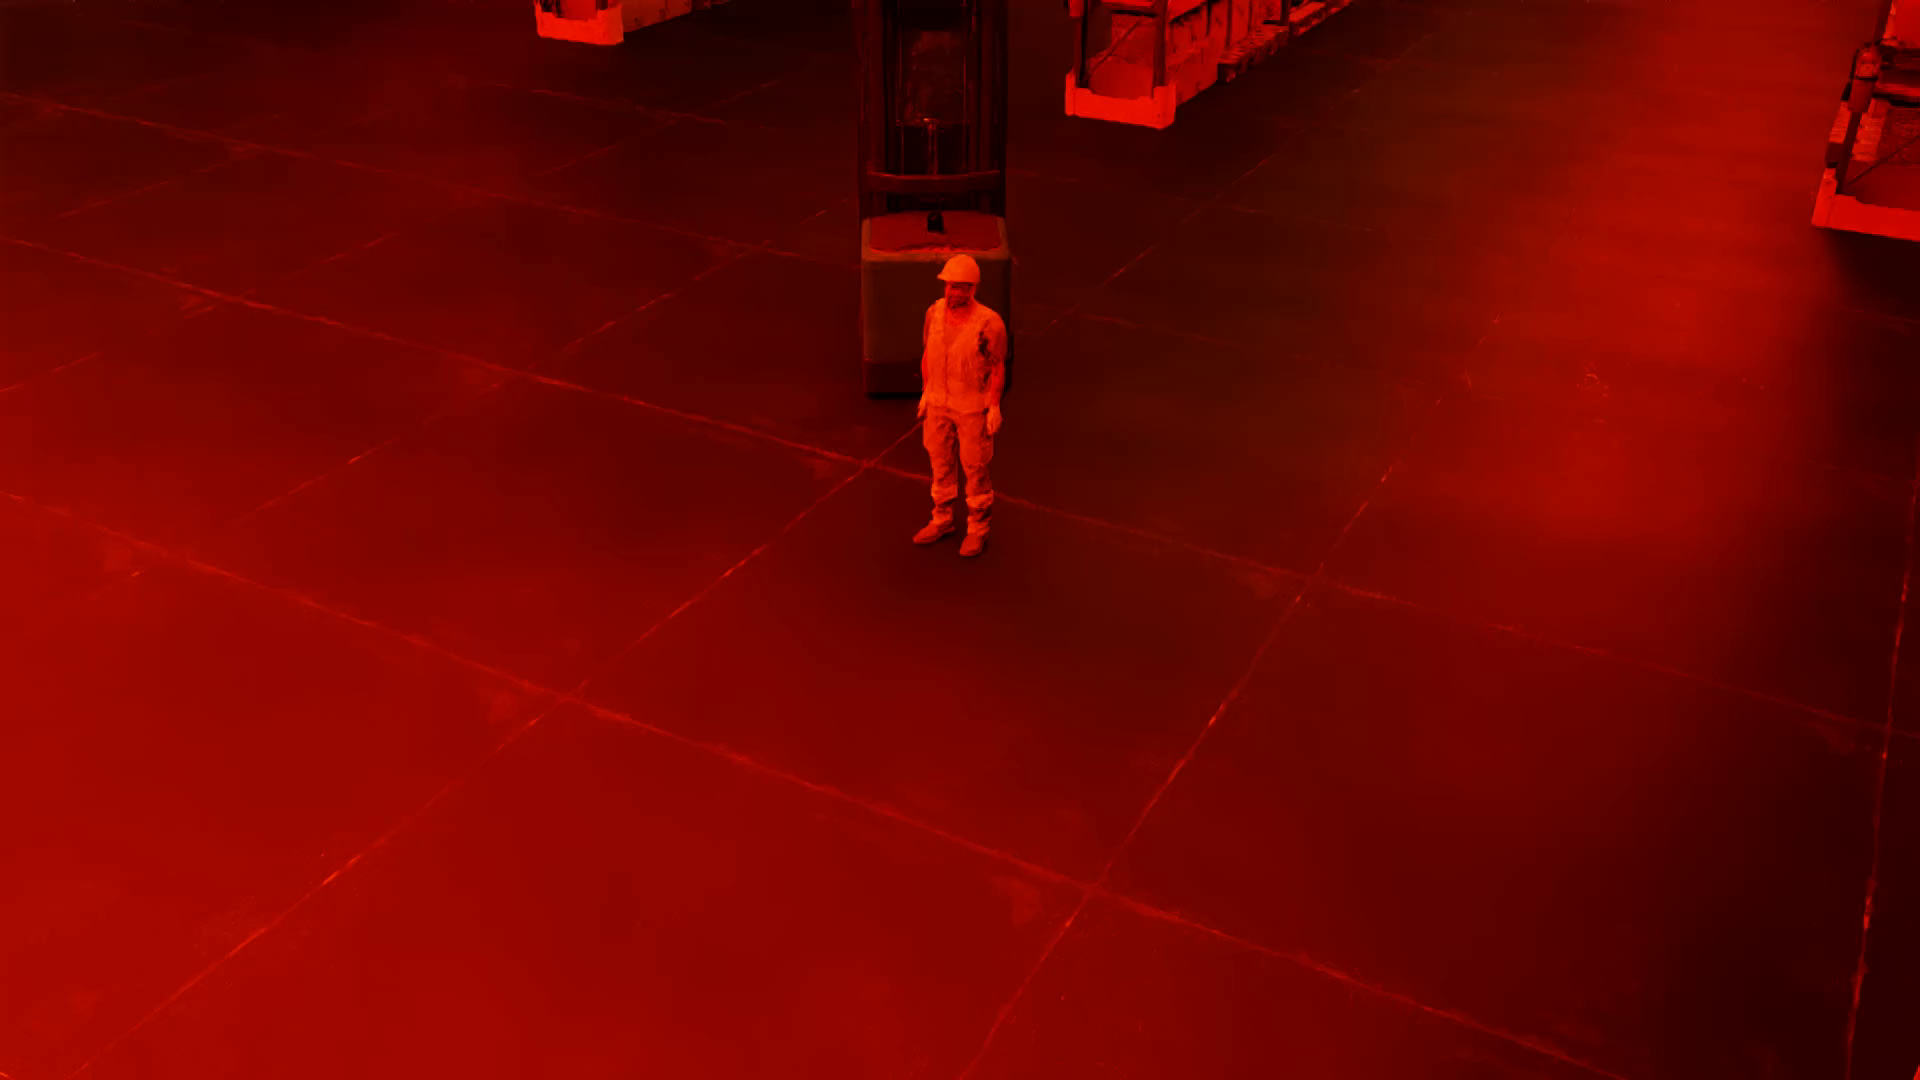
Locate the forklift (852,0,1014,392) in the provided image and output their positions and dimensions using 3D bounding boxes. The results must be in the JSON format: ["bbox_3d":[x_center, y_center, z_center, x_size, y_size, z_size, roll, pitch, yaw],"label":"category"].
[{"bbox_3d":[-0.217,-3.007,12.280,1.130,2.935,3.031,-1,30,-2],"label":"forklift"}]

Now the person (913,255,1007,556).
[{"bbox_3d":[-0.009,-0.766,9.539,0.540,1.795,0.349,15,33,25],"label":"person"}]
